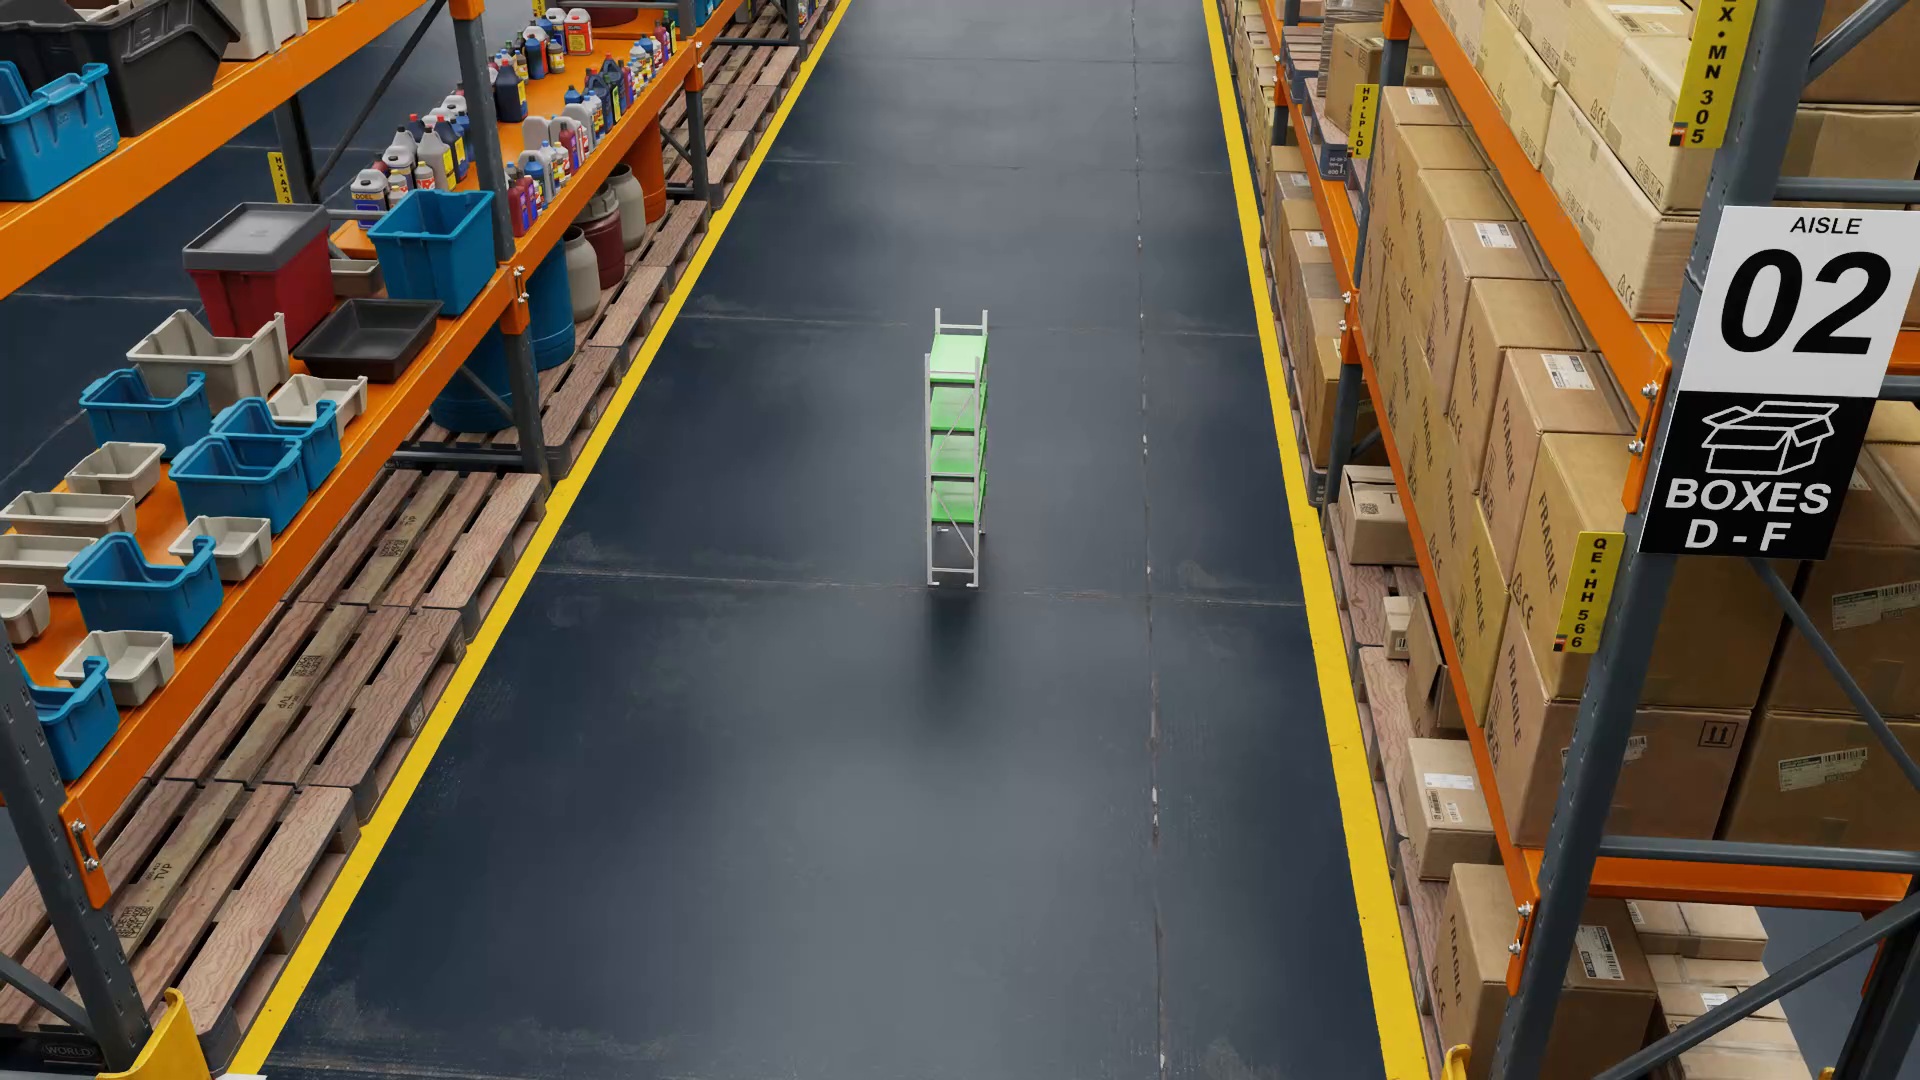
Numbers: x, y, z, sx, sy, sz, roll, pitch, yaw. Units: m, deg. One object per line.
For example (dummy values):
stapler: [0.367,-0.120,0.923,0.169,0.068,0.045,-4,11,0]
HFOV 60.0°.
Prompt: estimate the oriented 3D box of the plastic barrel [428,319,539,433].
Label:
plastic barrel: [-2.567,-1.090,8.760,0.600,0.901,0.708,2,32,4]

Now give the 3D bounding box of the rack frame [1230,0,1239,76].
rack frame: [2.959,-5.491,14.301,1.000,3.000,0.127,2,32,4]

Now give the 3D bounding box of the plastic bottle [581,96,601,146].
plastic bottle: [-2.080,-2.357,9.338,0.097,0.271,0.097,0,32,0]

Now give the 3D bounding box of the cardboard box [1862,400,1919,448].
cardboard box: [2.316,-0.179,4.632,0.500,0.500,0.500,3,32,4]

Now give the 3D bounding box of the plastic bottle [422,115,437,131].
plastic bottle: [-2.848,-2.143,8.986,0.152,0.276,0.135,2,32,4]

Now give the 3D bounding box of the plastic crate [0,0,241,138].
plastic crate: [-2.556,-1.467,4.972,0.504,0.338,0.767,2,32,4]

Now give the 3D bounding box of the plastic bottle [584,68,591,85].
plastic bottle: [-2.163,-2.645,9.794,0.061,0.283,0.133,2,32,4]

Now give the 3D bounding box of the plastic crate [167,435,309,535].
plastic crate: [-2.499,-0.187,5.797,0.416,0.233,0.300,2,32,4]

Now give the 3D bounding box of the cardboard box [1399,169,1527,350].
cardboard box: [1.905,-1.003,5.970,0.500,0.500,0.500,2,32,3]

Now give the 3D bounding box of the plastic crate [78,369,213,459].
plastic crate: [-3.043,-0.469,6.254,0.416,0.233,0.300,2,32,4]

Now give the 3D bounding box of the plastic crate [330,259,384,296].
plastic crate: [-2.809,-1.197,7.528,0.396,0.136,0.243,2,32,4]

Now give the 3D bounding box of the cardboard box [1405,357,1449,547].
cardboard box: [1.873,-0.300,5.782,0.500,0.500,0.500,2,32,3]

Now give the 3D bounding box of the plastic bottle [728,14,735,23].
plastic bottle: [-2.212,-5.113,15.793,0.144,0.351,0.185,2,32,3]

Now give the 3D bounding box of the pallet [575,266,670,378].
pallet: [-2.428,-1.375,10.280,1.003,0.211,1.213,2,32,4]

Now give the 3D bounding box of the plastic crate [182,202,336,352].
plastic crate: [-2.951,-1.118,7.086,0.402,0.464,0.583,2,32,4]

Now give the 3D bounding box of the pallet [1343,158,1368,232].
pallet: [2.482,-1.639,8.233,1.003,0.211,1.213,2,32,4]

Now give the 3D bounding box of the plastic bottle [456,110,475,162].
plastic bottle: [-2.711,-2.216,9.109,0.097,0.271,0.097,0,32,0]

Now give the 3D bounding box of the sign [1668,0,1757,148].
sign: [1.431,-0.904,3.155,0.100,0.325,0.005,2,32,4]

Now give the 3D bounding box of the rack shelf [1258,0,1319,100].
rack shelf: [2.796,-4.139,12.792,1.077,0.370,4.000,2,32,4]

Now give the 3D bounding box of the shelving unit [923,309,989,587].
shelving unit: [-0.013,-0.424,7.795,0.258,1.200,0.503,2,32,4]

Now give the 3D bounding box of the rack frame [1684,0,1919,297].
rack frame: [1.982,-1.770,2.545,1.000,3.000,0.127,2,32,4]

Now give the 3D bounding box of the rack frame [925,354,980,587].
rack frame: [-0.033,-0.297,7.588,0.240,1.200,0.015,2,32,4]

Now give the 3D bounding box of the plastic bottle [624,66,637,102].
plastic bottle: [-2.013,-2.762,10.062,0.097,0.201,0.097,0,32,0]

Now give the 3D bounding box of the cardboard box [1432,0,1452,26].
cardboard box: [1.977,-2.016,5.946,0.500,0.250,0.500,2,32,4]

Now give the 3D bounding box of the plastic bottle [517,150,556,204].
plastic bottle: [-2.182,-1.885,8.568,0.152,0.276,0.135,2,32,4]

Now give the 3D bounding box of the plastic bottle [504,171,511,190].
plastic bottle: [-2.274,-1.691,8.183,0.144,0.351,0.185,2,32,4]

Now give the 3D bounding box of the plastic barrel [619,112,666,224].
plastic barrel: [-2.326,-2.611,11.296,0.600,0.830,0.708,2,32,4]

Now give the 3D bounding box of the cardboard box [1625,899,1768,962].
cardboard box: [2.350,1.234,5.591,0.500,0.250,0.500,2,32,4]

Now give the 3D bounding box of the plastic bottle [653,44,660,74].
plastic bottle: [-1.965,-3.067,10.557,0.097,0.201,0.097,0,32,0]

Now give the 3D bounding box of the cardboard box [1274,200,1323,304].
cardboard box: [2.229,-1.760,10.211,0.500,0.500,0.500,2,32,3]

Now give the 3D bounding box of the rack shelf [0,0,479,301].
rack shelf: [-2.792,-1.446,5.564,1.077,0.370,4.000,2,32,4]

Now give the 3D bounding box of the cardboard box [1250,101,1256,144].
cardboard box: [2.516,-3.225,12.845,0.500,0.250,0.500,3,32,5]

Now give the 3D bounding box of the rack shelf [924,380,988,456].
rack shelf: [-0.014,-0.574,7.702,0.258,0.148,0.480,2,32,4]

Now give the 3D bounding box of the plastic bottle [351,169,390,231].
plastic bottle: [-2.919,-1.688,8.248,0.152,0.276,0.135,2,32,4]

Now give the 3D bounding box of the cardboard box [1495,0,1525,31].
cardboard box: [1.889,-1.706,4.966,0.500,0.250,0.500,2,32,4]

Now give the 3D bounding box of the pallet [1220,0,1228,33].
pallet: [3.162,-5.357,16.742,1.003,0.211,1.213,2,32,4]

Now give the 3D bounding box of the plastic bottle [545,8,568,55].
plastic bottle: [-2.660,-3.347,10.941,0.152,0.276,0.135,2,32,4]

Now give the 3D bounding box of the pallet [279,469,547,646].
pallet: [-2.650,0.052,7.964,1.003,0.211,1.213,2,32,4]

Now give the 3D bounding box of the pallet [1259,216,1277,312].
pallet: [2.535,-1.823,11.007,1.003,0.211,1.213,2,32,4]

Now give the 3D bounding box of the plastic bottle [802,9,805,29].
plastic bottle: [-1.506,-4.901,15.592,0.097,0.201,0.097,0,32,0]

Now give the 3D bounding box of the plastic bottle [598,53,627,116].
plastic bottle: [-2.058,-2.683,9.791,0.144,0.351,0.185,2,32,4]

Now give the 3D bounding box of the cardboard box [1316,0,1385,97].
cardboard box: [2.430,-2.816,9.465,0.700,0.500,0.500,8,33,13]

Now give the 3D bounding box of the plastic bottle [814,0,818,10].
plastic bottle: [-1.428,-5.323,16.198,0.061,0.283,0.133,4,32,6]

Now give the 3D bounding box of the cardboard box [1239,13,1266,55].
cardboard box: [2.631,-4.271,14.007,0.500,0.311,0.500,2,32,3]

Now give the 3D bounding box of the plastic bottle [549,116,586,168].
plastic bottle: [-2.136,-2.178,9.044,0.152,0.276,0.135,2,32,4]

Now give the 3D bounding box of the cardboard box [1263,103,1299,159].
cardboard box: [2.431,-2.930,11.832,0.500,0.311,0.500,3,32,5]

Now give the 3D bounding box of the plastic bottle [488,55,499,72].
plastic bottle: [-2.800,-2.748,9.962,0.061,0.283,0.133,2,32,4]

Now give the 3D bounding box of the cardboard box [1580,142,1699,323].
cardboard box: [1.761,-0.709,3.825,0.500,0.250,0.500,2,32,4]

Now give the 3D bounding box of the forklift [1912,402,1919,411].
forklift: [5.012,-1.227,7.447,1.130,2.935,3.031,13,34,19]

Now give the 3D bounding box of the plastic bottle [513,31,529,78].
plastic bottle: [-2.754,-3.040,10.436,0.061,0.283,0.133,2,32,4]

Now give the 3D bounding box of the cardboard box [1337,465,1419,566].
cardboard box: [2.058,-0.140,7.761,0.500,0.311,0.500,2,32,4]
